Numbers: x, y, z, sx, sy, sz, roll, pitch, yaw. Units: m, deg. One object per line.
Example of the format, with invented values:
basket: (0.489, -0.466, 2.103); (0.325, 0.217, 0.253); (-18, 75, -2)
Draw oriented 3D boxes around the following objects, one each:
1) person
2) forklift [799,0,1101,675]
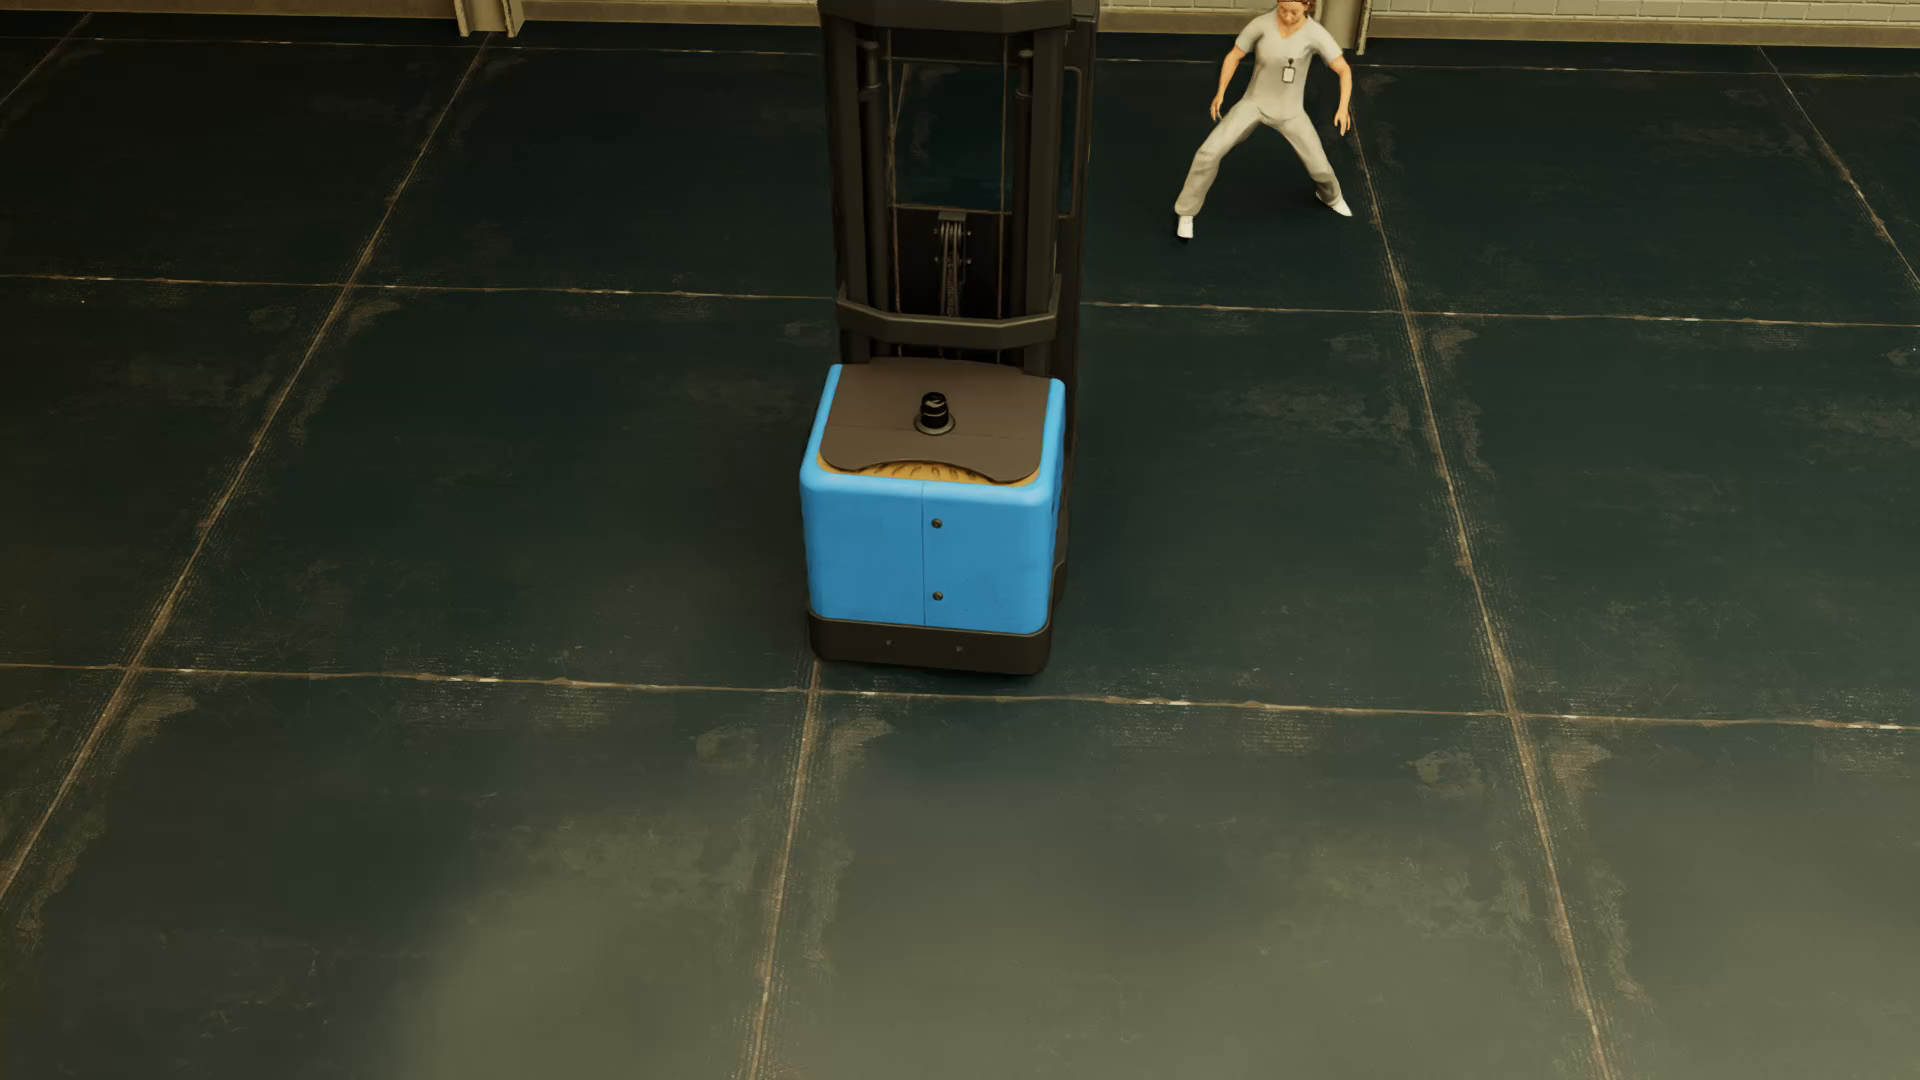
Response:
person: (1.822, -2.459, 9.527); (0.958, 1.531, 0.904); (16, 45, 17)
forklift: (0.022, -1.493, 7.377); (1.130, 2.935, 3.031); (4, 43, 5)
